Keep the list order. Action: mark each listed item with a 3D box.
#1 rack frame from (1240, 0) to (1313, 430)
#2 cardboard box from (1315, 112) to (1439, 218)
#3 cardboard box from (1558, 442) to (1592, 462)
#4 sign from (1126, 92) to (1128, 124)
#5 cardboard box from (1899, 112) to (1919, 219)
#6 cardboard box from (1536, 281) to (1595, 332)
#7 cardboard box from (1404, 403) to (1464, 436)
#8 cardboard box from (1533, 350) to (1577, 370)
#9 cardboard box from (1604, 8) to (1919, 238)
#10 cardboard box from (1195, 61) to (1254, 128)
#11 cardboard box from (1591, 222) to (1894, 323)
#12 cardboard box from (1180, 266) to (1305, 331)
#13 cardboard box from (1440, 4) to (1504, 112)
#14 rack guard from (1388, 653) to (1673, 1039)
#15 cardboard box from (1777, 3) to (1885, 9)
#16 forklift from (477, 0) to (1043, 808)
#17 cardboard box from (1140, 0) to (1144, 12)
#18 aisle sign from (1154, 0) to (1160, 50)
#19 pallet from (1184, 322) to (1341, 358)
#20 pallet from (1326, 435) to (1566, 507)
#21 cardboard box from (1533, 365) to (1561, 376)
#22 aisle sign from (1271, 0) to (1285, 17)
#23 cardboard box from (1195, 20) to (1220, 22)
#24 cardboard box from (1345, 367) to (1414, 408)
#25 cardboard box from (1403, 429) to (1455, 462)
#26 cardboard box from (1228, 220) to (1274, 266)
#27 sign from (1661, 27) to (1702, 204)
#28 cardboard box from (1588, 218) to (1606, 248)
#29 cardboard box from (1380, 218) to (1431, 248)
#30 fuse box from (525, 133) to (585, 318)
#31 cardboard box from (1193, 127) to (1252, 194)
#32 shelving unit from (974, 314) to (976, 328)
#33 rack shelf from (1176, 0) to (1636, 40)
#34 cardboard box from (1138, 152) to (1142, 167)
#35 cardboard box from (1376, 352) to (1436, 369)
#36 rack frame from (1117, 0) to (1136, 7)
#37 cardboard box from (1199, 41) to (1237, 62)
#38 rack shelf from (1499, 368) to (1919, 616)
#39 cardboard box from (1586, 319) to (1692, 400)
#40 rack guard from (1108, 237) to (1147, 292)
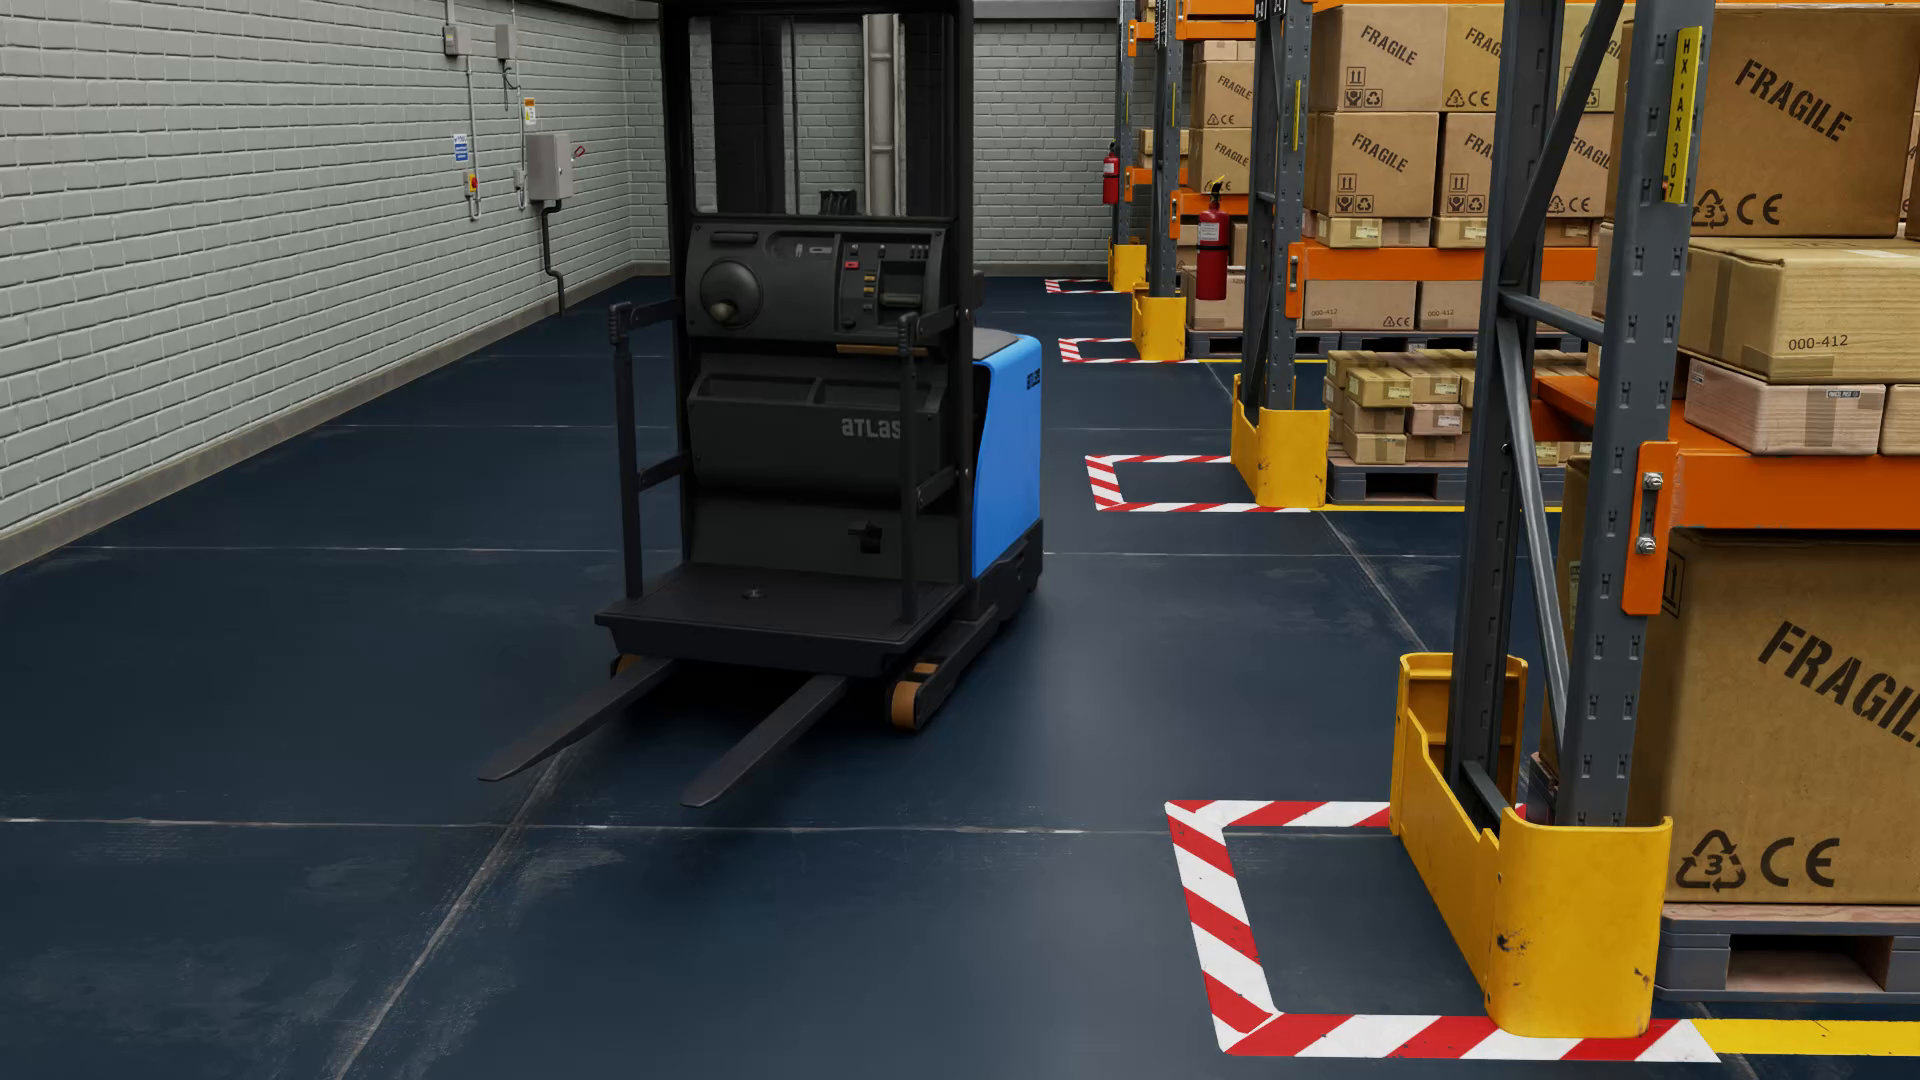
[{"bbox_3d":[1.634,-1.764,8.644,0.127,3.000,1.000,0,15,1],"label":"rack frame"},{"bbox_3d":[2.075,-1.882,8.316,0.500,0.500,0.500,1,15,4],"label":"cardboard box"},{"bbox_3d":[3.171,-0.515,8.679,0.250,0.149,0.380,0,15,2],"label":"cardboard box"},{"bbox_3d":[1.768,-4.573,17.595,0.005,0.325,0.100,0,15,1],"label":"sign"},{"bbox_3d":[4.622,-1.864,8.248,0.500,0.500,0.500,0,15,0],"label":"cardboard box"},{"bbox_3d":[5.033,-1.996,13.725,0.875,0.438,0.875,0,15,1],"label":"cardboard box"},{"bbox_3d":[2.423,-0.647,8.594,0.250,0.149,0.380,0,15,1],"label":"cardboard box"},{"bbox_3d":[3.208,-0.946,9.145,0.250,0.149,0.380,1,15,4],"label":"cardboard box"},{"bbox_3d":[1.900,-0.997,3.980,0.500,0.500,0.500,1,15,2],"label":"cardboard box"},{"bbox_3d":[2.132,-3.483,13.004,0.500,0.500,0.500,0,15,0],"label":"cardboard box"},{"bbox_3d":[1.897,-0.635,4.078,0.500,0.250,0.500,0,15,1],"label":"cardboard box"},{"bbox_3d":[2.321,-2.012,13.785,0.875,0.438,0.875,0,15,0],"label":"cardboard box"},{"bbox_3d":[2.580,-2.367,8.192,0.500,0.500,0.500,1,15,3],"label":"cardboard box"},{"bbox_3d":[1.382,0.709,4.172,0.348,0.500,1.175,0,15,1],"label":"rack guard"},{"bbox_3d":[4.127,-2.356,8.152,0.500,0.500,0.500,1,15,3],"label":"cardboard box"},{"bbox_3d":[-0.562,-0.901,5.511,1.130,2.935,3.031,4,15,16],"label":"forklift"},{"bbox_3d":[2.234,-5.881,18.080,0.500,0.250,0.500,0,15,0],"label":"cardboard box"},{"bbox_3d":[1.595,-4.363,13.401,0.004,0.787,0.394,0,15,1],"label":"aisle sign"},{"bbox_3d":[2.460,-1.693,13.843,1.213,0.211,1.003,0,15,1],"label":"pallet"},{"bbox_3d":[2.521,-0.400,8.944,1.213,0.211,1.003,0,15,1],"label":"pallet"},{"bbox_3d":[2.926,-0.800,8.591,0.250,0.149,0.380,0,15,-1],"label":"cardboard box"},{"bbox_3d":[1.553,-2.945,8.025,0.004,0.787,0.394,0,15,1],"label":"aisle sign"},{"bbox_3d":[2.613,-5.559,17.642,0.250,0.149,0.380,0,15,2],"label":"cardboard box"},{"bbox_3d":[2.149,-0.786,8.537,0.250,0.149,0.380,0,15,-1],"label":"cardboard box"},{"bbox_3d":[2.413,-0.522,8.705,0.250,0.149,0.380,0,15,1],"label":"cardboard box"},{"bbox_3d":[3.245,-3.243,18.330,0.500,0.500,0.700,1,15,4],"label":"cardboard box"},{"bbox_3d":[1.386,-0.815,3.196,0.005,0.325,0.100,0,15,1],"label":"sign"},{"bbox_3d":[3.251,-1.566,8.389,0.250,0.149,0.380,0,15,0],"label":"cardboard box"},{"bbox_3d":[2.205,-1.565,8.385,0.250,0.149,0.380,1,15,3],"label":"cardboard box"},{"bbox_3d":[-3.779,-2.969,15.740,0.414,1.711,0.539,0,15,1],"label":"fuse box"},{"bbox_3d":[2.131,-2.999,13.130,0.500,0.500,0.500,0,15,1],"label":"cardboard box"},{"bbox_3d":[-0.054,-0.508,7.707,0.252,1.050,0.215,0,15,1],"label":"shelving unit"},{"bbox_3d":[3.658,-4.116,13.091,4.000,0.370,1.077,0,15,1],"label":"rack shelf"},{"bbox_3d":[2.120,-4.237,18.513,0.250,0.149,0.380,0,15,1],"label":"cardboard box"},{"bbox_3d":[2.419,-0.921,9.049,0.250,0.149,0.380,1,15,3],"label":"cardboard box"},{"bbox_3d":[1.782,-7.193,17.464,0.127,3.000,1.000,0,15,1],"label":"rack frame"},{"bbox_3d":[2.007,-3.799,12.932,0.250,0.149,0.380,1,15,3],"label":"cardboard box"},{"bbox_3d":[3.405,-0.138,3.895,4.000,0.370,1.077,0,15,1],"label":"rack shelf"},{"bbox_3d":[1.770,-0.460,4.194,0.250,0.149,0.380,1,15,2],"label":"cardboard box"},{"bbox_3d":[1.858,-3.083,18.547,0.348,0.500,1.175,0,15,1],"label":"rack guard"}]
